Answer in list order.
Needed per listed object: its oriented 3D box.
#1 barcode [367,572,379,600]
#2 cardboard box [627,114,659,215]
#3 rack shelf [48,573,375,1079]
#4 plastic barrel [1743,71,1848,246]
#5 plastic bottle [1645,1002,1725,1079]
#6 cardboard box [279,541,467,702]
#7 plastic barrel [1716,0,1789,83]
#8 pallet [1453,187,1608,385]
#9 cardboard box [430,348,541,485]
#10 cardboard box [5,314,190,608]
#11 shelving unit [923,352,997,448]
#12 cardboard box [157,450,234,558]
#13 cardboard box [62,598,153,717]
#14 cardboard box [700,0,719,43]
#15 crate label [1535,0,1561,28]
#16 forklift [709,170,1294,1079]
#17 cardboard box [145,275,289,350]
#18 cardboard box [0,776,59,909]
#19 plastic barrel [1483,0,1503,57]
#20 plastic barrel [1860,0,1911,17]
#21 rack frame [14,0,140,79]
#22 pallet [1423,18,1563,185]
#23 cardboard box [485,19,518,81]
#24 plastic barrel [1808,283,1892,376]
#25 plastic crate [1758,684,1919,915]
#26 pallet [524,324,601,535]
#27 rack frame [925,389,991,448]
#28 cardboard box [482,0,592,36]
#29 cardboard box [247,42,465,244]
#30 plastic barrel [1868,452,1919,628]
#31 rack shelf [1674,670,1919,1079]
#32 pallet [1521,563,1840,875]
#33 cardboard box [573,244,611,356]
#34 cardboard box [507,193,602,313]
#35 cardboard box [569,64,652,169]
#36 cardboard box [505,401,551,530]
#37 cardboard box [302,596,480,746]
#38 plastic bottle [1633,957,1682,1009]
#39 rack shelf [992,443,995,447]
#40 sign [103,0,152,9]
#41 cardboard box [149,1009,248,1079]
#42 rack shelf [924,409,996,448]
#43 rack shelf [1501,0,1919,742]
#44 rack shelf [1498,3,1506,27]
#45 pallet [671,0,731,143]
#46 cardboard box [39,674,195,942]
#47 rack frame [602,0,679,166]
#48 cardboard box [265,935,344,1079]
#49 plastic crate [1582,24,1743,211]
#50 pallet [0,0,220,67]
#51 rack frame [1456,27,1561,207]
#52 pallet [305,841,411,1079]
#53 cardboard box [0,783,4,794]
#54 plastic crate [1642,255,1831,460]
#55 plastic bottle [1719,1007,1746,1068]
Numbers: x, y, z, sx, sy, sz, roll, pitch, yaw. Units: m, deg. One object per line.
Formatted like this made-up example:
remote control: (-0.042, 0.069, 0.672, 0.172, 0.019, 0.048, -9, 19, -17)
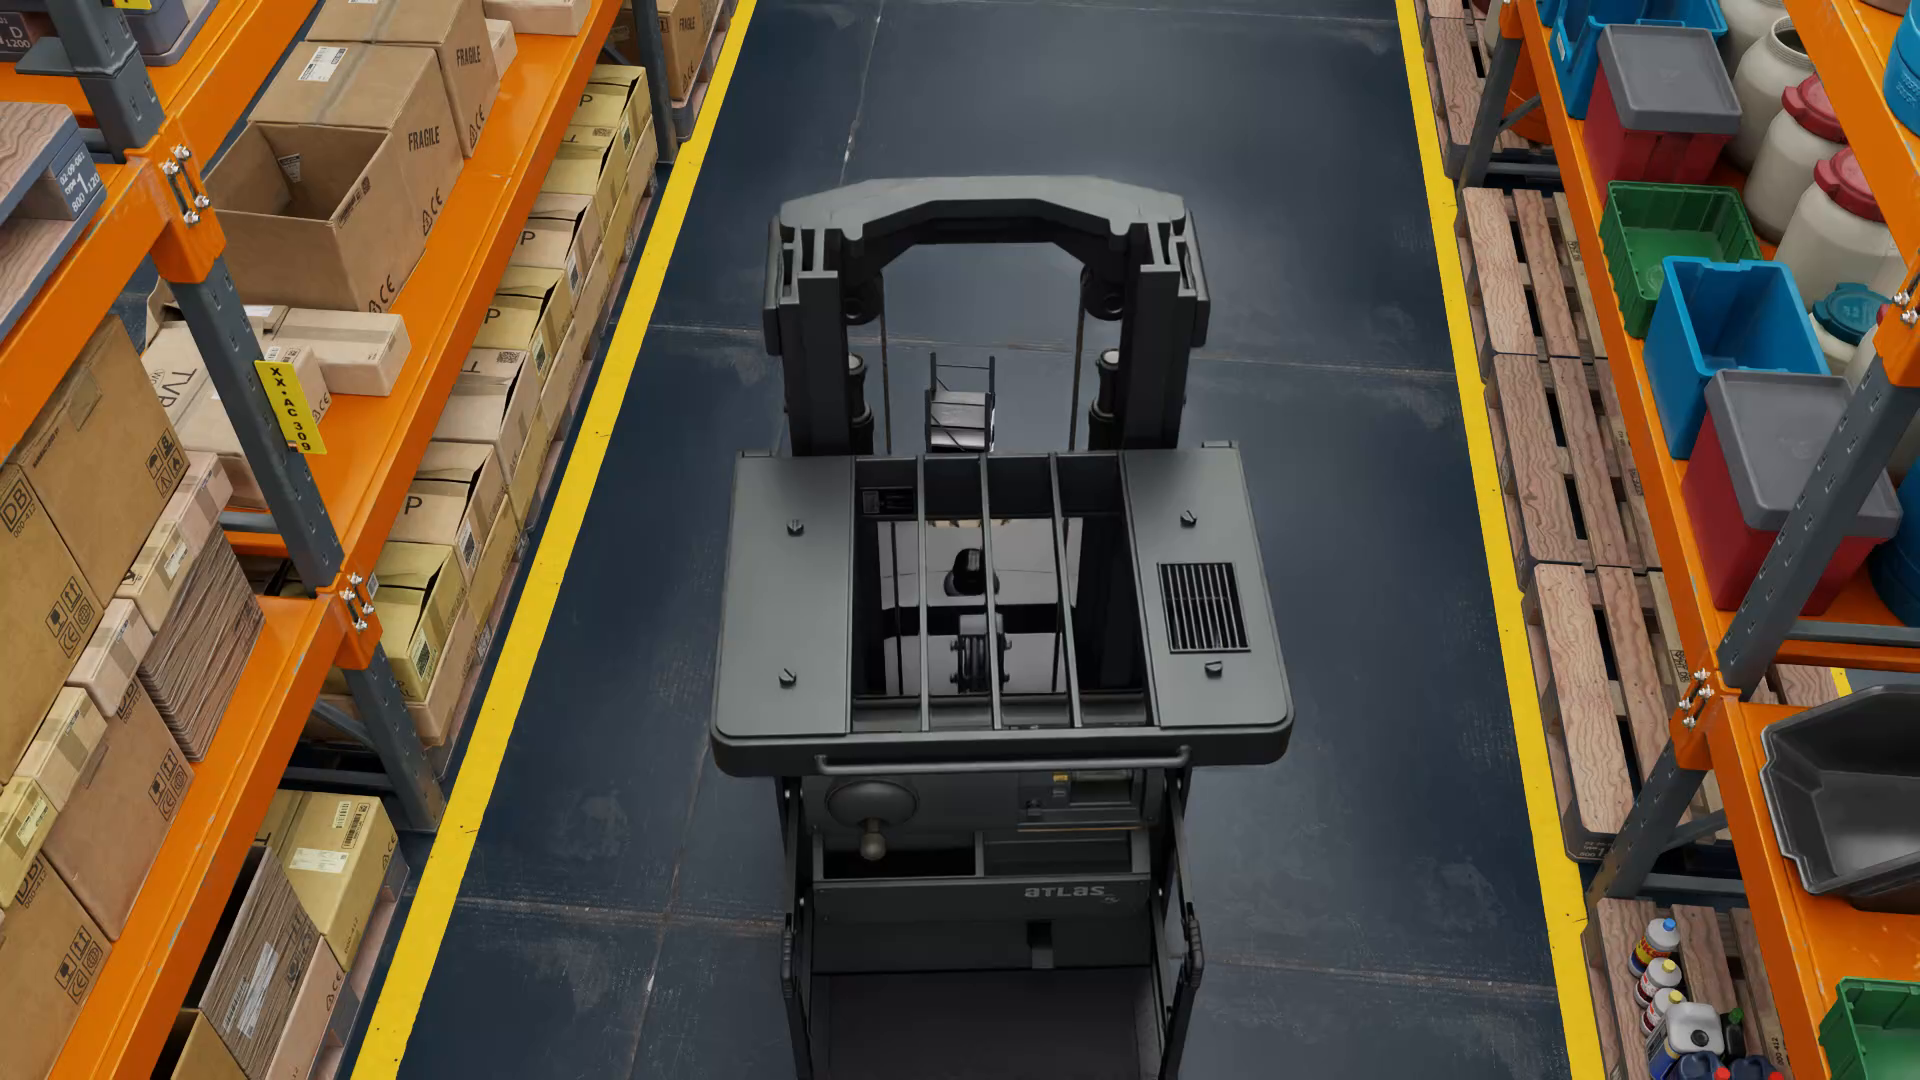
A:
barcode: (-1.882, 0.147, 5.328, 0.001, 0.075, 0.075, 4, 48, 4)
cardboard box: (-1.760, -1.814, 7.955, 0.500, 0.250, 0.500, 5, 48, 4)
rack shelf: (-2.502, 1.648, 3.697, 1.077, 0.370, 4.000, 4, 48, 4)
plastic barrel: (3.025, -1.320, 5.832, 0.433, 0.535, 0.433, 0, 48, 0)
plastic bottle: (2.145, 1.487, 4.905, 0.152, 0.276, 0.135, 5, 48, 5)
cardboard box: (-2.034, 0.246, 5.691, 0.500, 0.311, 0.500, 4, 48, 4)
plastic barrel: (3.096, -1.935, 6.411, 0.421, 0.512, 0.421, 0, 48, 0)
pallet: (2.868, -1.160, 7.668, 1.003, 0.211, 1.213, 4, 48, 4)
cardboard box: (-1.937, -0.502, 6.375, 0.500, 0.311, 0.500, 2, 48, 2)
cardboard box: (-2.354, -0.209, 3.962, 0.700, 0.500, 0.500, 4, 48, 4)
shelving unit: (0.001, -0.310, 6.423, 0.258, 0.900, 0.210, 4, 48, 4)
cardboard box: (-2.131, -0.103, 4.304, 0.380, 0.149, 0.250, 4, 48, 3)
cardboard box: (-2.177, 0.272, 3.962, 0.380, 0.149, 0.250, 3, 48, 2)
cardboard box: (-1.587, -3.009, 8.865, 0.500, 0.500, 0.500, 2, 48, 2)
crate label: (2.566, -2.327, 6.959, 0.303, 0.233, 0.416, 4, 48, 4)
forklift: (0.067, 0.703, 4.121, 1.130, 2.935, 3.031, -1, 48, -1)
cardboard box: (-2.422, -0.677, 5.428, 0.396, 0.266, 0.258, 3, 48, 3)
cardboard box: (-2.226, 0.645, 3.620, 0.380, 0.149, 0.250, 4, 48, 3)
plastic barrel: (2.967, -2.751, 8.635, 0.421, 0.512, 0.421, 0, 48, 0)
plastic barrel: (2.503, -1.779, 3.972, 0.600, 0.901, 0.600, 0, 48, 0)
rack frame: (-2.320, -2.089, 2.562, 1.000, 3.000, 0.127, 4, 48, 4)
pallet: (3.008, -2.309, 8.719, 1.003, 0.211, 1.213, 4, 48, 4)
cardboard box: (-2.015, -1.978, 6.696, 0.380, 0.149, 0.250, 7, 48, 6)
plastic barrel: (2.886, -0.644, 5.400, 0.301, 0.262, 0.301, 0, 48, 0)
plastic crate: (2.438, 0.669, 4.148, 0.767, 0.338, 0.504, 4, 48, 4)
pallet: (-2.183, -0.566, 7.125, 1.003, 0.211, 1.213, 4, 48, 4)
rack frame: (-0.009, -0.235, 6.355, 0.240, 0.900, 0.006, 4, 48, 4)
cardboard box: (-1.762, -2.239, 6.936, 0.380, 0.149, 0.250, 4, 48, 4)
cardboard box: (-2.140, -1.416, 5.945, 0.500, 0.500, 0.500, 4, 48, 4)
plastic barrel: (2.950, -0.161, 4.525, 0.600, 0.901, 0.708, 4, 48, 4)
rack shelf: (2.431, 1.984, 3.390, 1.077, 0.370, 4.000, 4, 48, 4)
pallet: (2.646, 0.633, 6.028, 1.003, 0.211, 1.213, 4, 48, 4)
cardboard box: (-1.852, -1.066, 7.271, 0.500, 0.250, 0.500, 5, 48, 4)
cardboard box: (-1.847, -1.252, 7.061, 0.500, 0.311, 0.500, 4, 48, 3)
cardboard box: (-1.758, -2.005, 7.750, 0.500, 0.311, 0.500, 5, 48, 5)
cardboard box: (-1.944, -0.314, 6.583, 0.500, 0.250, 0.500, 3, 48, 2)
cardboard box: (-2.036, 0.442, 5.891, 0.500, 0.250, 0.500, 3, 48, 3)
plastic bottle: (2.138, 1.347, 5.084, 0.097, 0.201, 0.097, 0, 48, 0)
rack shelf: (0.001, -0.287, 6.448, 0.258, 0.077, 0.200, 4, 48, 4)
sign: (-1.767, -1.242, 3.416, 0.100, 0.325, 0.005, 4, 48, 4)
cardboard box: (-2.243, 1.559, 4.362, 0.500, 0.500, 0.500, 4, 48, 4)
rack shelf: (0.001, -0.409, 6.315, 0.258, 0.077, 0.200, 4, 48, 4)
rack shelf: (2.795, -0.955, 6.078, 1.077, 0.370, 4.000, 4, 48, 4)
rack shelf: (3.160, -3.895, 8.767, 1.077, 0.370, 4.000, 4, 48, 4)
pallet: (-1.849, -2.609, 8.993, 1.003, 0.211, 1.213, 4, 48, 4)
cardboard box: (-2.395, 0.617, 4.086, 0.700, 0.500, 0.500, 3, 48, 3)
rack frame: (-1.955, -3.004, 7.464, 1.000, 3.000, 0.127, 4, 48, 4)
cardboard box: (-2.200, 1.444, 4.975, 0.500, 0.250, 0.500, 4, 48, 4)
plastic crate: (2.525, -1.522, 6.066, 0.402, 0.464, 0.583, 4, 48, 4)
pallet: (-2.252, -1.661, 4.333, 0.805, 0.209, 1.217, 2, 48, 2)
rack frame: (2.977, -2.668, 7.157, 1.000, 3.000, 0.127, 4, 48, 4)
pallet: (-2.434, 1.458, 5.273, 1.003, 0.211, 1.213, 4, 48, 4)
cardboard box: (-2.445, 0.530, 3.286, 0.700, 0.500, 0.500, 4, 48, 4)
plastic crate: (2.404, -0.554, 5.235, 0.392, 0.384, 0.575, 4, 48, 4)
plastic bottle: (2.251, 1.491, 4.896, 0.061, 0.283, 0.133, 4, 48, 4)
